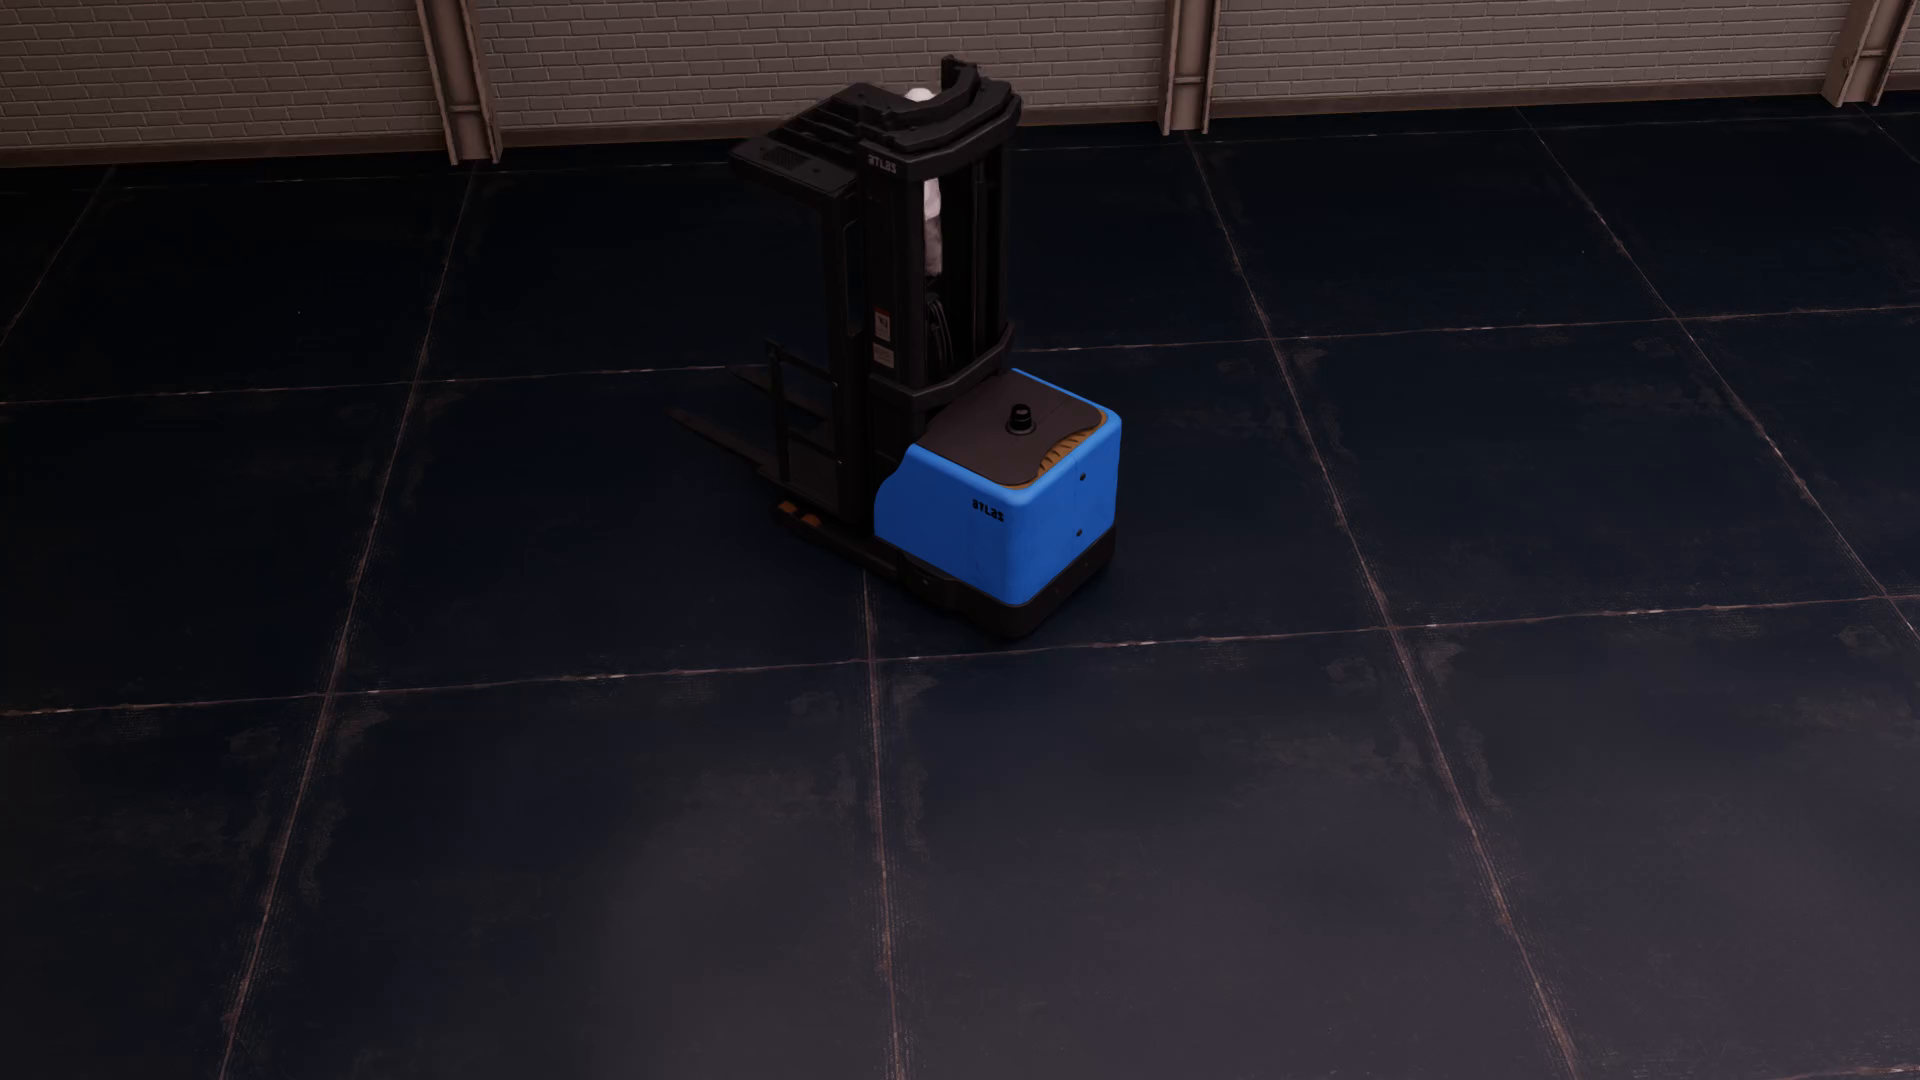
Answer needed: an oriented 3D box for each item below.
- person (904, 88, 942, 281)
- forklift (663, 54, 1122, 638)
[{"bbox_3d":[-0.316,-2.314,11.608,0.485,1.689,0.885,4,41,5],"label":"person"},{"bbox_3d":[-0.543,-1.351,9.518,3.031,2.935,1.130,27,47,28],"label":"forklift"}]
